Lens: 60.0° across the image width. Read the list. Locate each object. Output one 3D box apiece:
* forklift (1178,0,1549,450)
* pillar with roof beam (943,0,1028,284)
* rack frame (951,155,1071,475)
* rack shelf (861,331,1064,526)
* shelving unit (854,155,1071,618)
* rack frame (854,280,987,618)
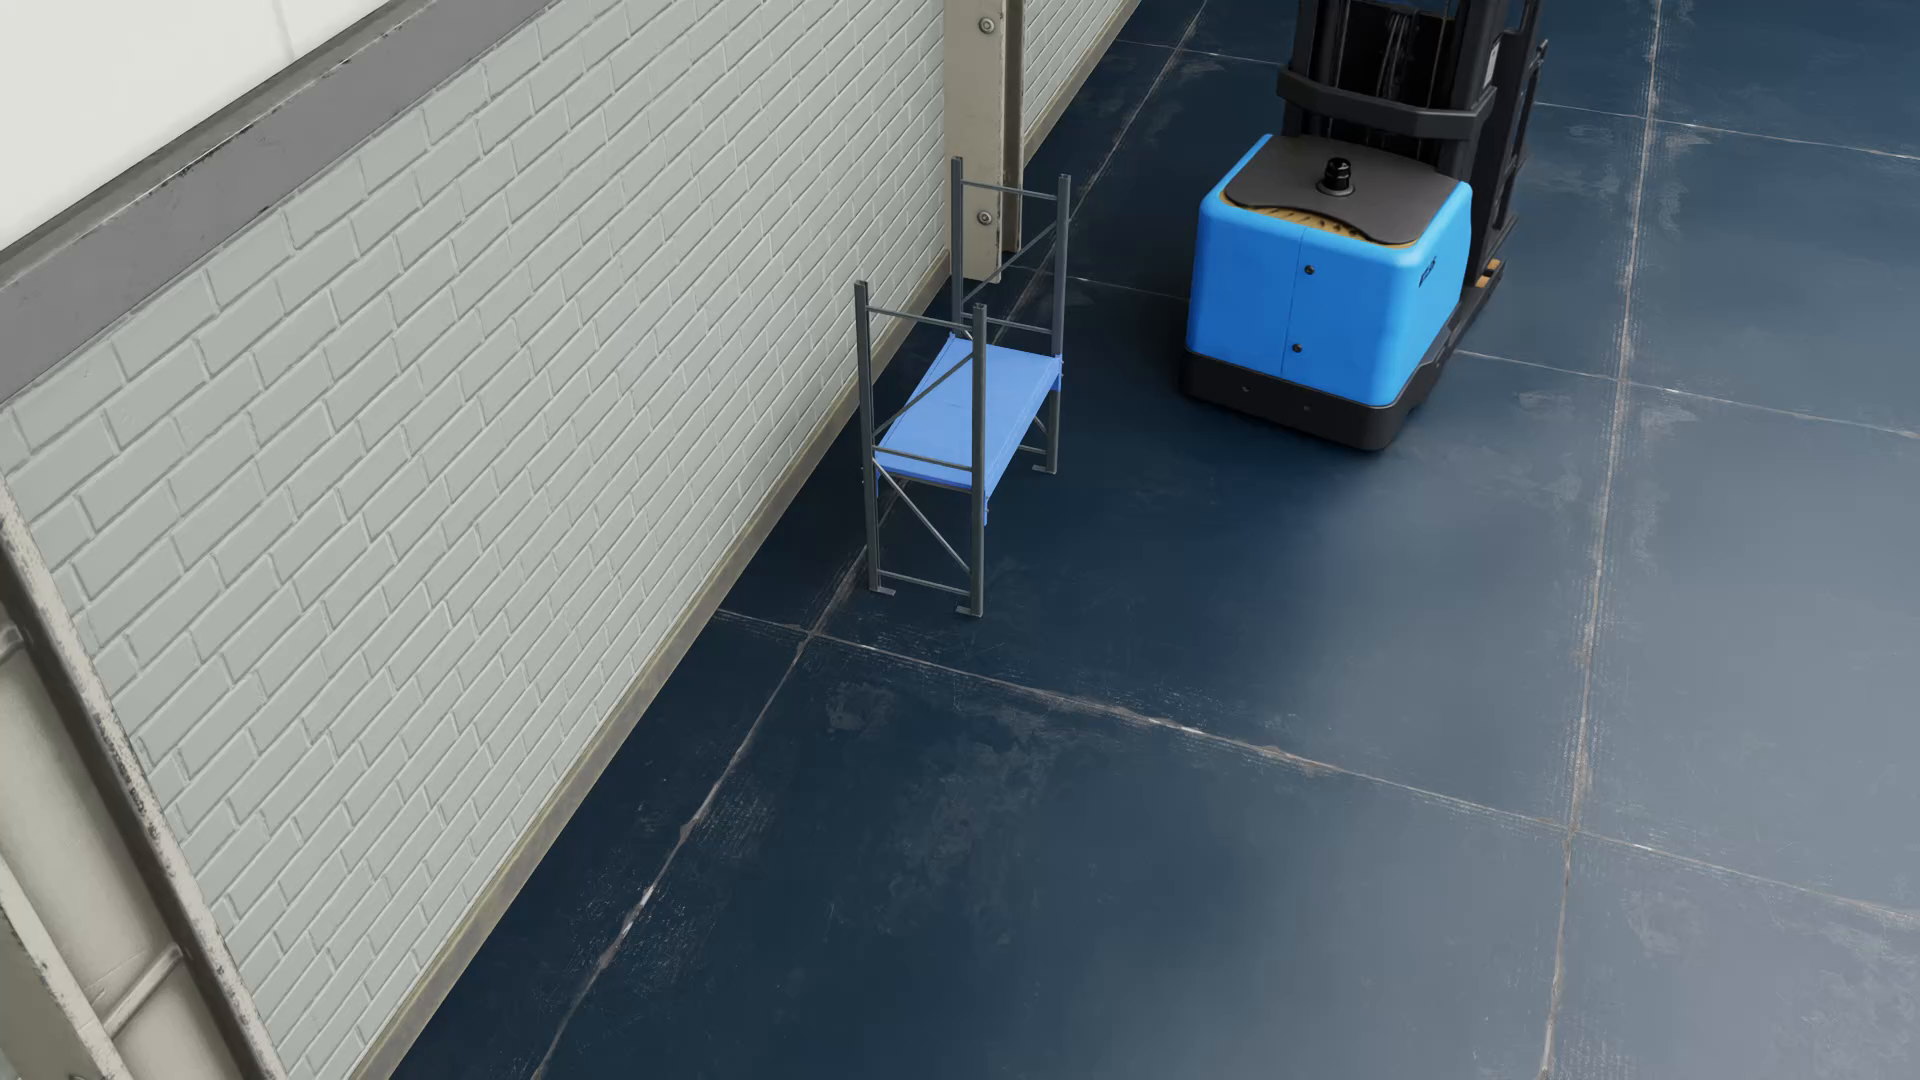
[{"bbox_3d":[2.224,-2.466,7.882,1.130,2.935,3.031,21,45,22],"label":"forklift"},{"bbox_3d":[4.170,-3.986,4.989,9.100,9.000,0.400,13,42,15],"label":"pillar with roof beam"},{"bbox_3d":[0.203,-0.933,7.188,0.500,1.500,0.032,13,42,15],"label":"rack frame"},{"bbox_3d":[0.029,-0.486,6.941,0.538,0.185,1.000,13,42,15],"label":"rack shelf"},{"bbox_3d":[0.029,-0.623,6.824,0.538,1.500,1.048,13,42,15],"label":"shelving unit"},{"bbox_3d":[-0.145,-0.313,6.461,0.500,1.500,0.032,13,42,15],"label":"rack frame"}]
